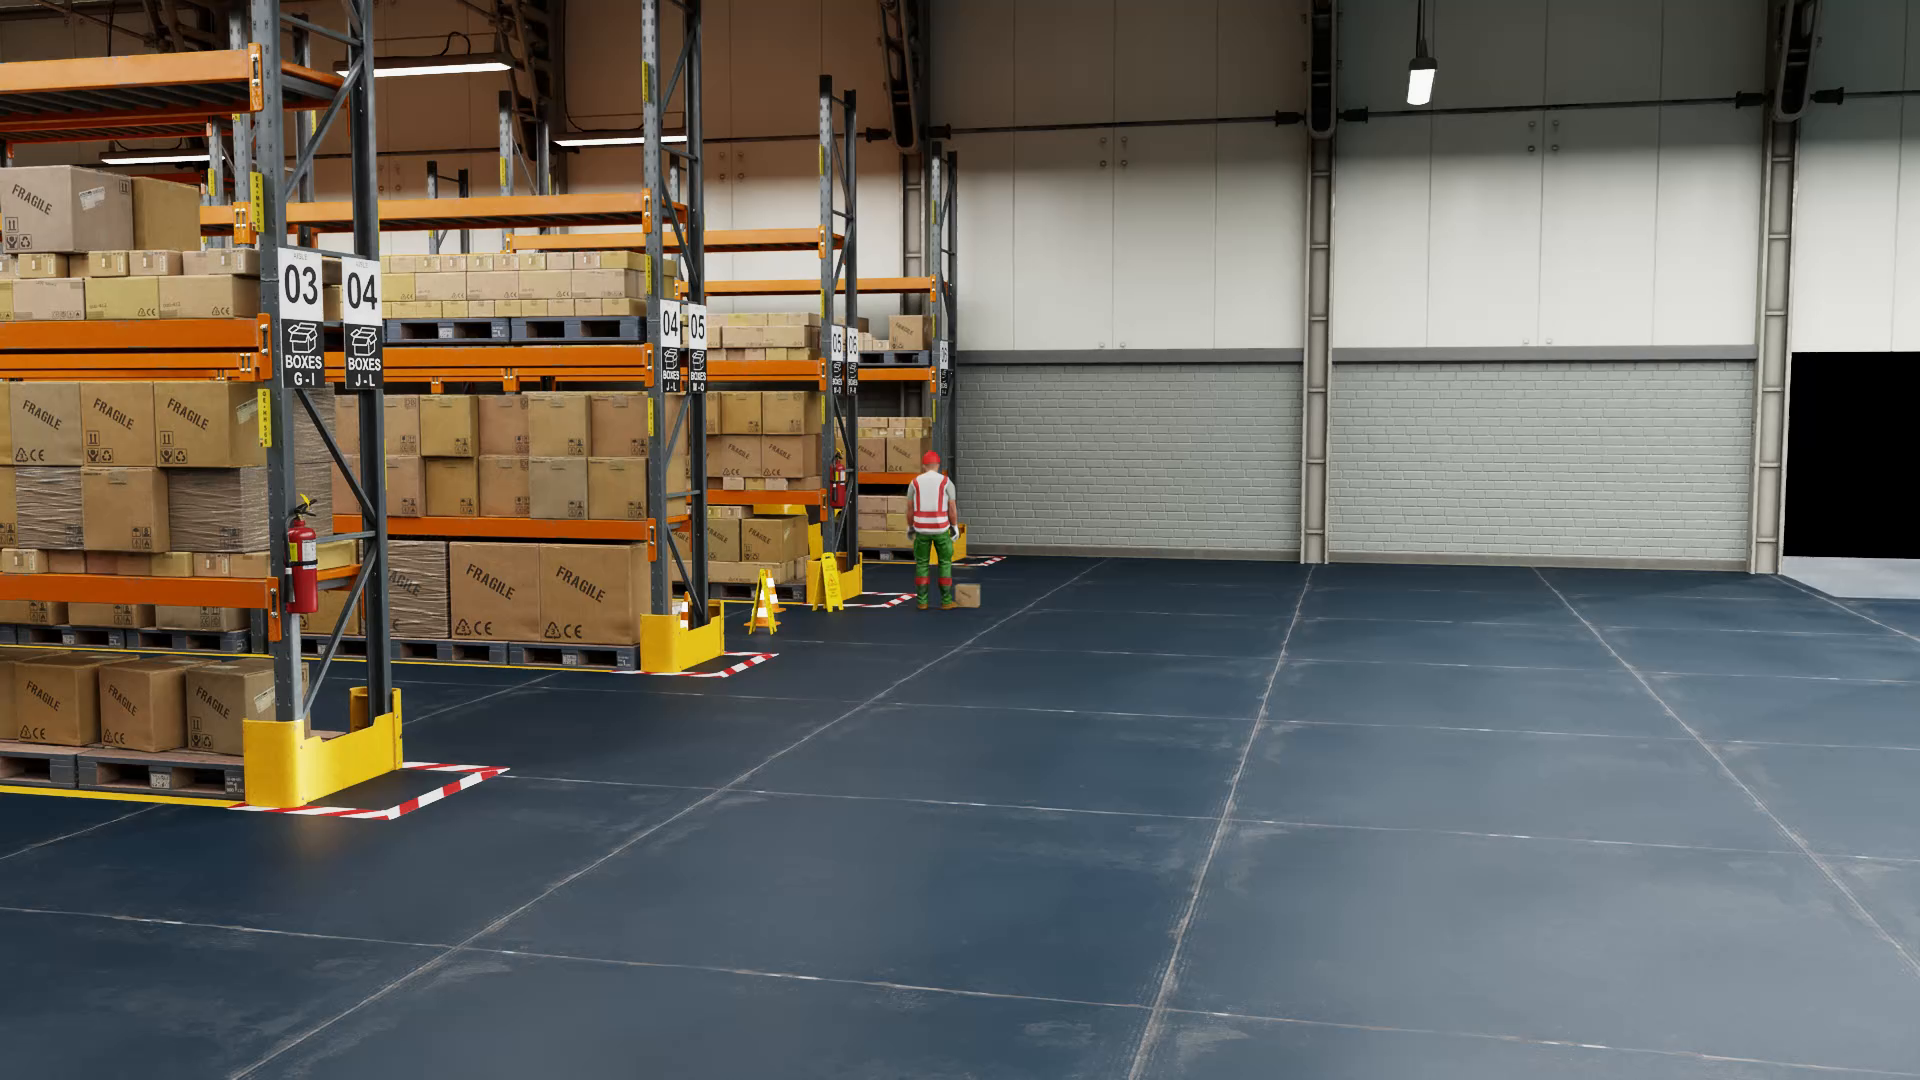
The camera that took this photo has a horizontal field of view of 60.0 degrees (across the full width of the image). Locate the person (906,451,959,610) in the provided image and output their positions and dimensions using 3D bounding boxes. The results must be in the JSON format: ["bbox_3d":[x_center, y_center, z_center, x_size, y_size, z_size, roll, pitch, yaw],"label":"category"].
[{"bbox_3d":[-0.308,-0.111,18.709,0.601,1.777,0.452,1,5,8],"label":"person"}]
